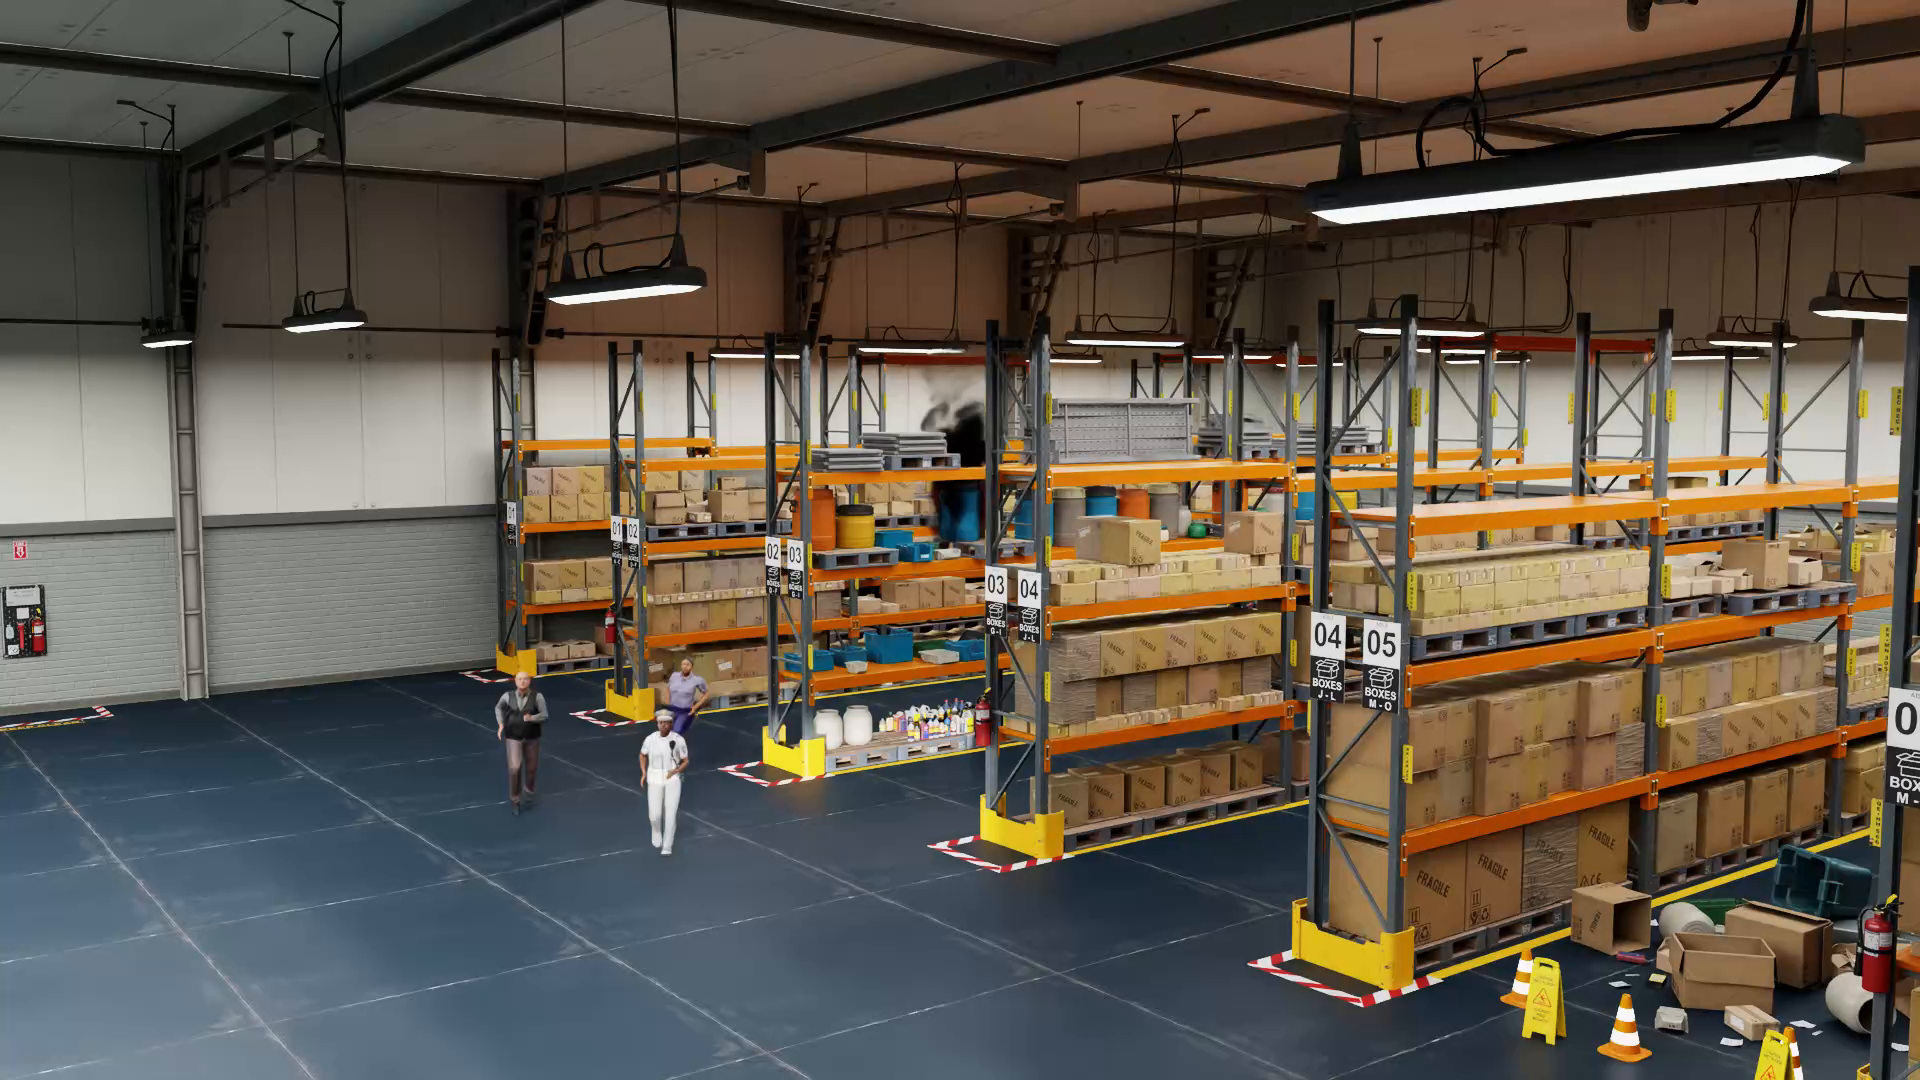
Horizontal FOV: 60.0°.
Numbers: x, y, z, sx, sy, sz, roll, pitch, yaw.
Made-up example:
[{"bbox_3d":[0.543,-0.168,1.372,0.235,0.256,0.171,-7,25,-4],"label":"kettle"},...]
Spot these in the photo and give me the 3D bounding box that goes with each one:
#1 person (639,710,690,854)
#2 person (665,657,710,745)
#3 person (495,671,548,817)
[{"bbox_3d":[-3.304,2.709,18.535,0.572,1.652,0.559,0,5,-5],"label":"person"},{"bbox_3d":[-3.773,2.381,22.848,0.660,1.599,0.839,2,5,19],"label":"person"},{"bbox_3d":[-5.409,2.506,20.575,0.624,1.780,0.752,-2,5,-18],"label":"person"}]
